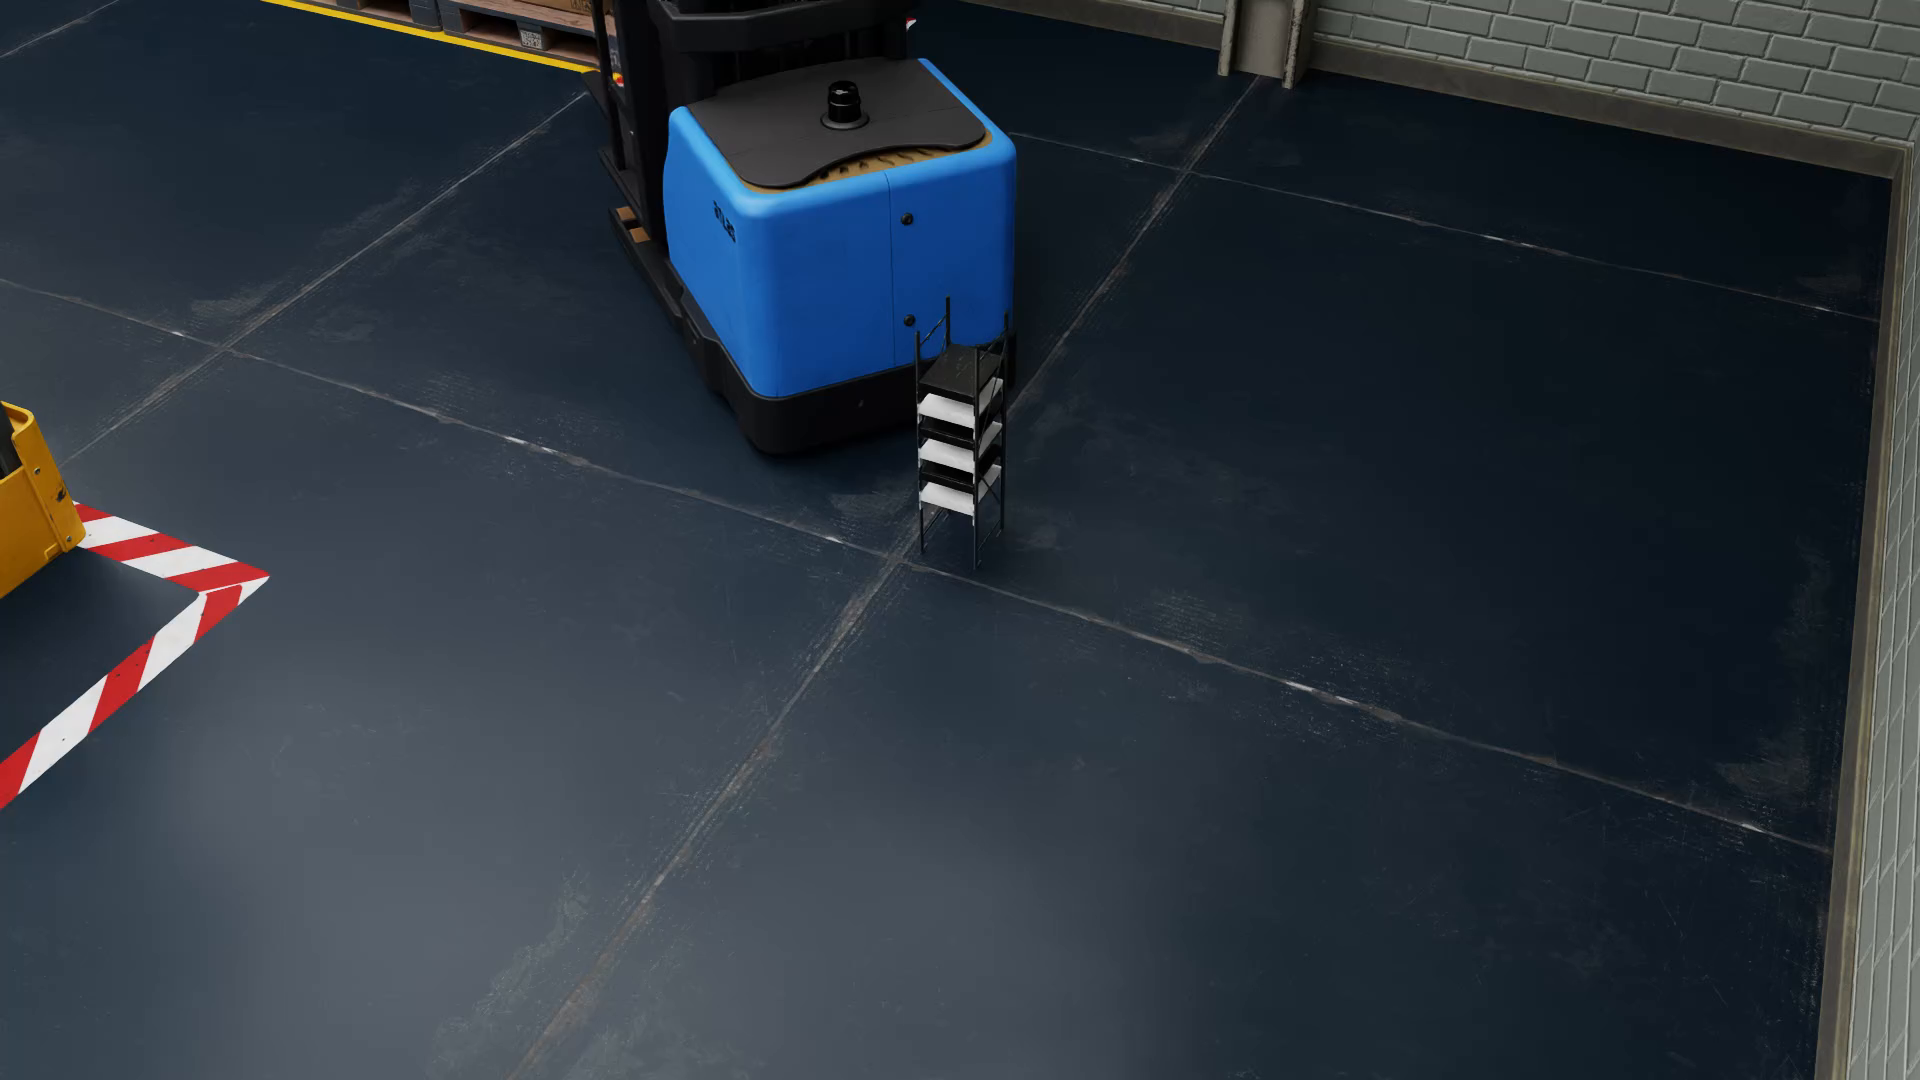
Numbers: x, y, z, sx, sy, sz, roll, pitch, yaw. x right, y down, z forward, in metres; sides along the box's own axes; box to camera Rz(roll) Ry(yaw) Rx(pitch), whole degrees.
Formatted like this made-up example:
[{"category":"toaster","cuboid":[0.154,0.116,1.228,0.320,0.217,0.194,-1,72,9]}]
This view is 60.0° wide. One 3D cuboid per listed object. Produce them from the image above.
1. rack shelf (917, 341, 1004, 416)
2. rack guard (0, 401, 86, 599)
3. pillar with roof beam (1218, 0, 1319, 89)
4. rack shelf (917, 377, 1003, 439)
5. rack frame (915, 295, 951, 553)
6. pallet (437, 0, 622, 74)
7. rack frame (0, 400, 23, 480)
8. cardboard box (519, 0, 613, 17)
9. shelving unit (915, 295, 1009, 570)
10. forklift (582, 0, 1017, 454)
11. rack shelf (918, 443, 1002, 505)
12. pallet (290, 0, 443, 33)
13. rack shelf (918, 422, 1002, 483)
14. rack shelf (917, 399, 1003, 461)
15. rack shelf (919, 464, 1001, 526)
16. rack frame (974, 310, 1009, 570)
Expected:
[{"category":"rack shelf","cuboid":[0.007,-0.517,5.298,0.200,0.077,0.258,17,44,19]},{"category":"rack guard","cuboid":[-3.413,0.081,5.275,0.348,0.500,1.175,17,44,19]},{"category":"pillar with roof beam","cuboid":[-0.261,-3.262,2.642,0.400,9.000,9.100,17,44,19]},{"category":"rack shelf","cuboid":[0.007,-0.449,5.357,0.200,0.077,0.258,17,44,19]},{"category":"rack frame","cuboid":[-0.085,-0.366,5.485,0.006,0.900,0.240,17,44,19]},{"category":"pallet","cuboid":[-2.011,-2.905,8.941,1.213,0.211,1.003,17,44,19]},{"category":"rack frame","cuboid":[-3.345,-0.843,4.432,0.127,3.000,1.000,17,44,19]},{"category":"cardboard box","cuboid":[-1.930,-3.133,8.662,0.500,0.500,0.700,17,44,19]},{"category":"shelving unit","cuboid":[0.007,-0.338,5.453,0.210,0.900,0.258,17,44,19]},{"category":"forklift","cuboid":[-0.870,-2.384,6.263,1.130,2.935,3.031,-17,44,-19]},{"category":"rack shelf","cuboid":[0.007,-0.245,5.533,0.200,0.077,0.258,17,44,19]},{"category":"pallet","cuboid":[-3.113,-3.244,9.332,1.213,0.211,1.003,17,44,19]},{"category":"rack shelf","cuboid":[0.007,-0.313,5.474,0.200,0.077,0.258,17,44,19]},{"category":"rack shelf","cuboid":[0.007,-0.381,5.416,0.200,0.077,0.258,17,44,19]},{"category":"rack shelf","cuboid":[0.007,-0.177,5.592,0.200,0.077,0.258,17,44,19]},{"category":"rack frame","cuboid":[0.099,-0.310,5.420,0.006,0.900,0.240,17,44,19]}]
